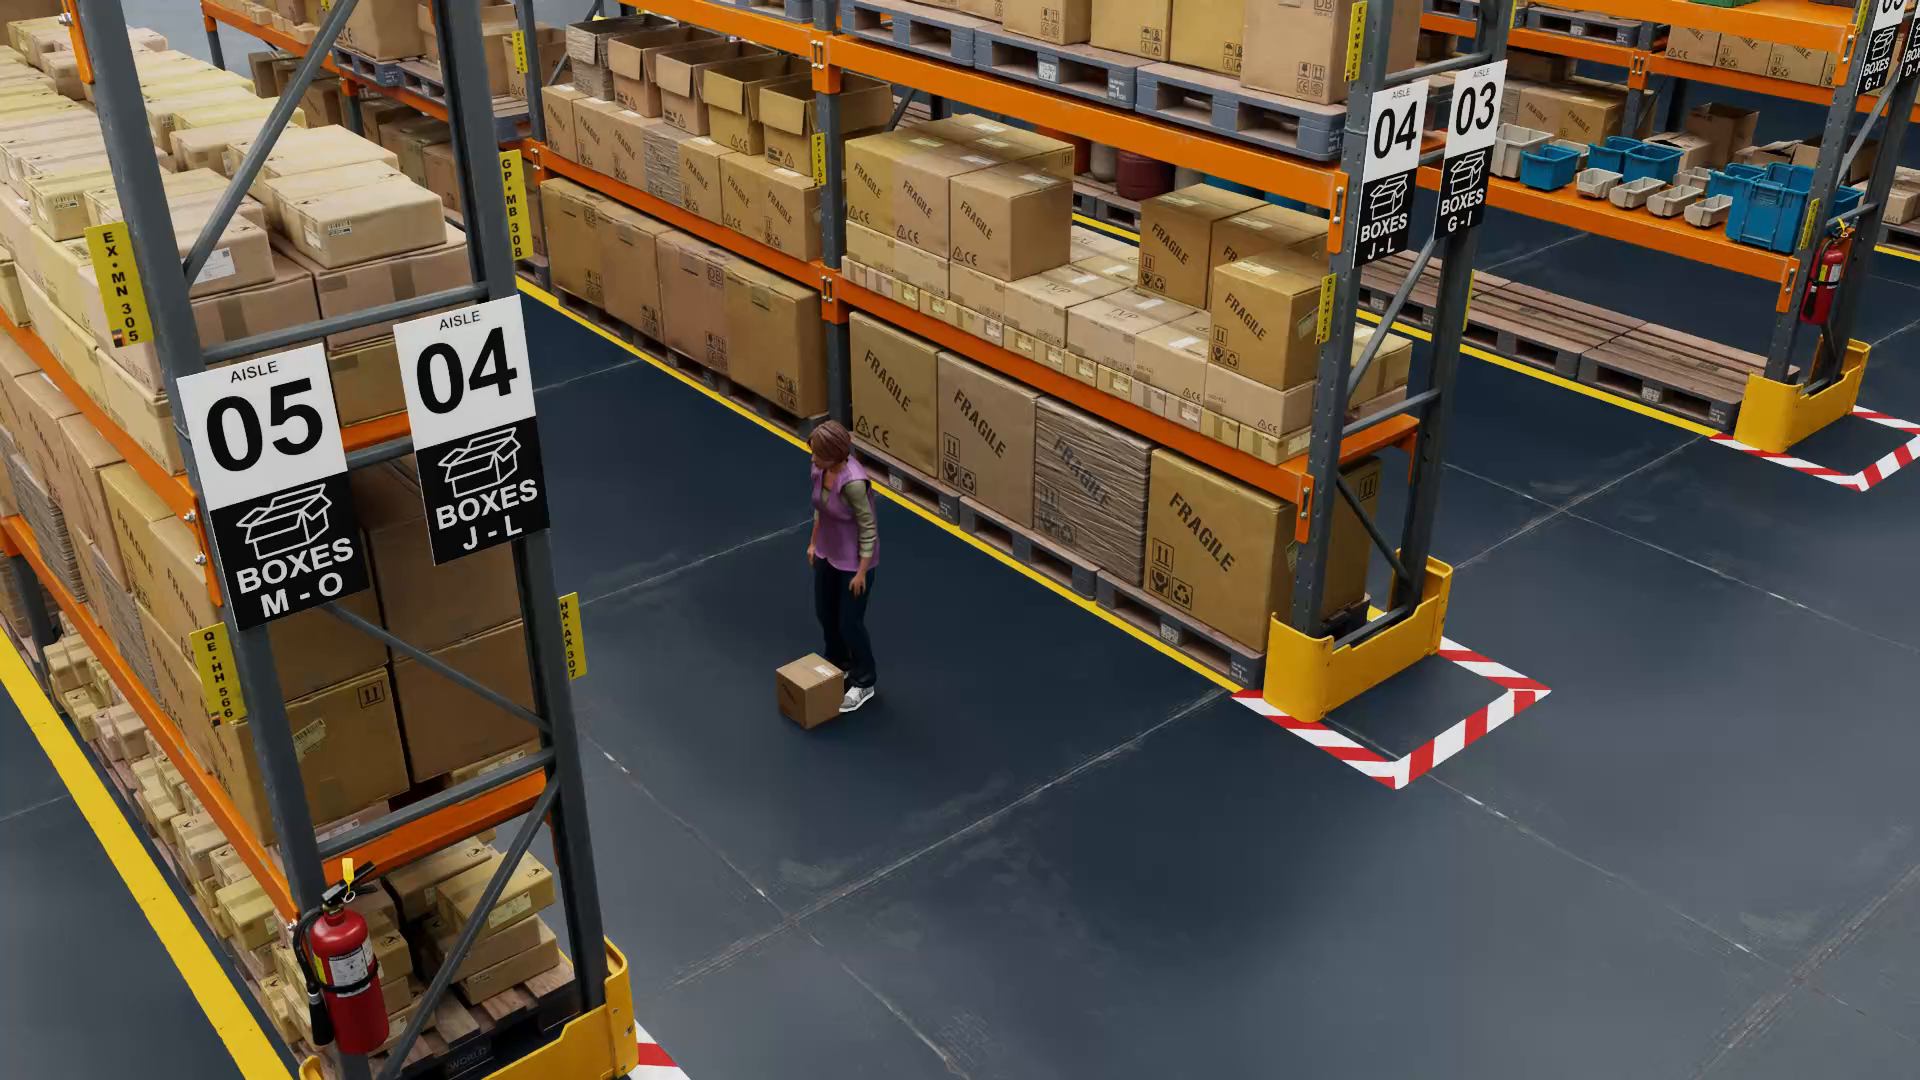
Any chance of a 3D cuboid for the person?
[{"bbox_3d":[-0.595,0.110,8.433,0.347,1.593,0.459,-22,36,-35],"label":"person"}]
